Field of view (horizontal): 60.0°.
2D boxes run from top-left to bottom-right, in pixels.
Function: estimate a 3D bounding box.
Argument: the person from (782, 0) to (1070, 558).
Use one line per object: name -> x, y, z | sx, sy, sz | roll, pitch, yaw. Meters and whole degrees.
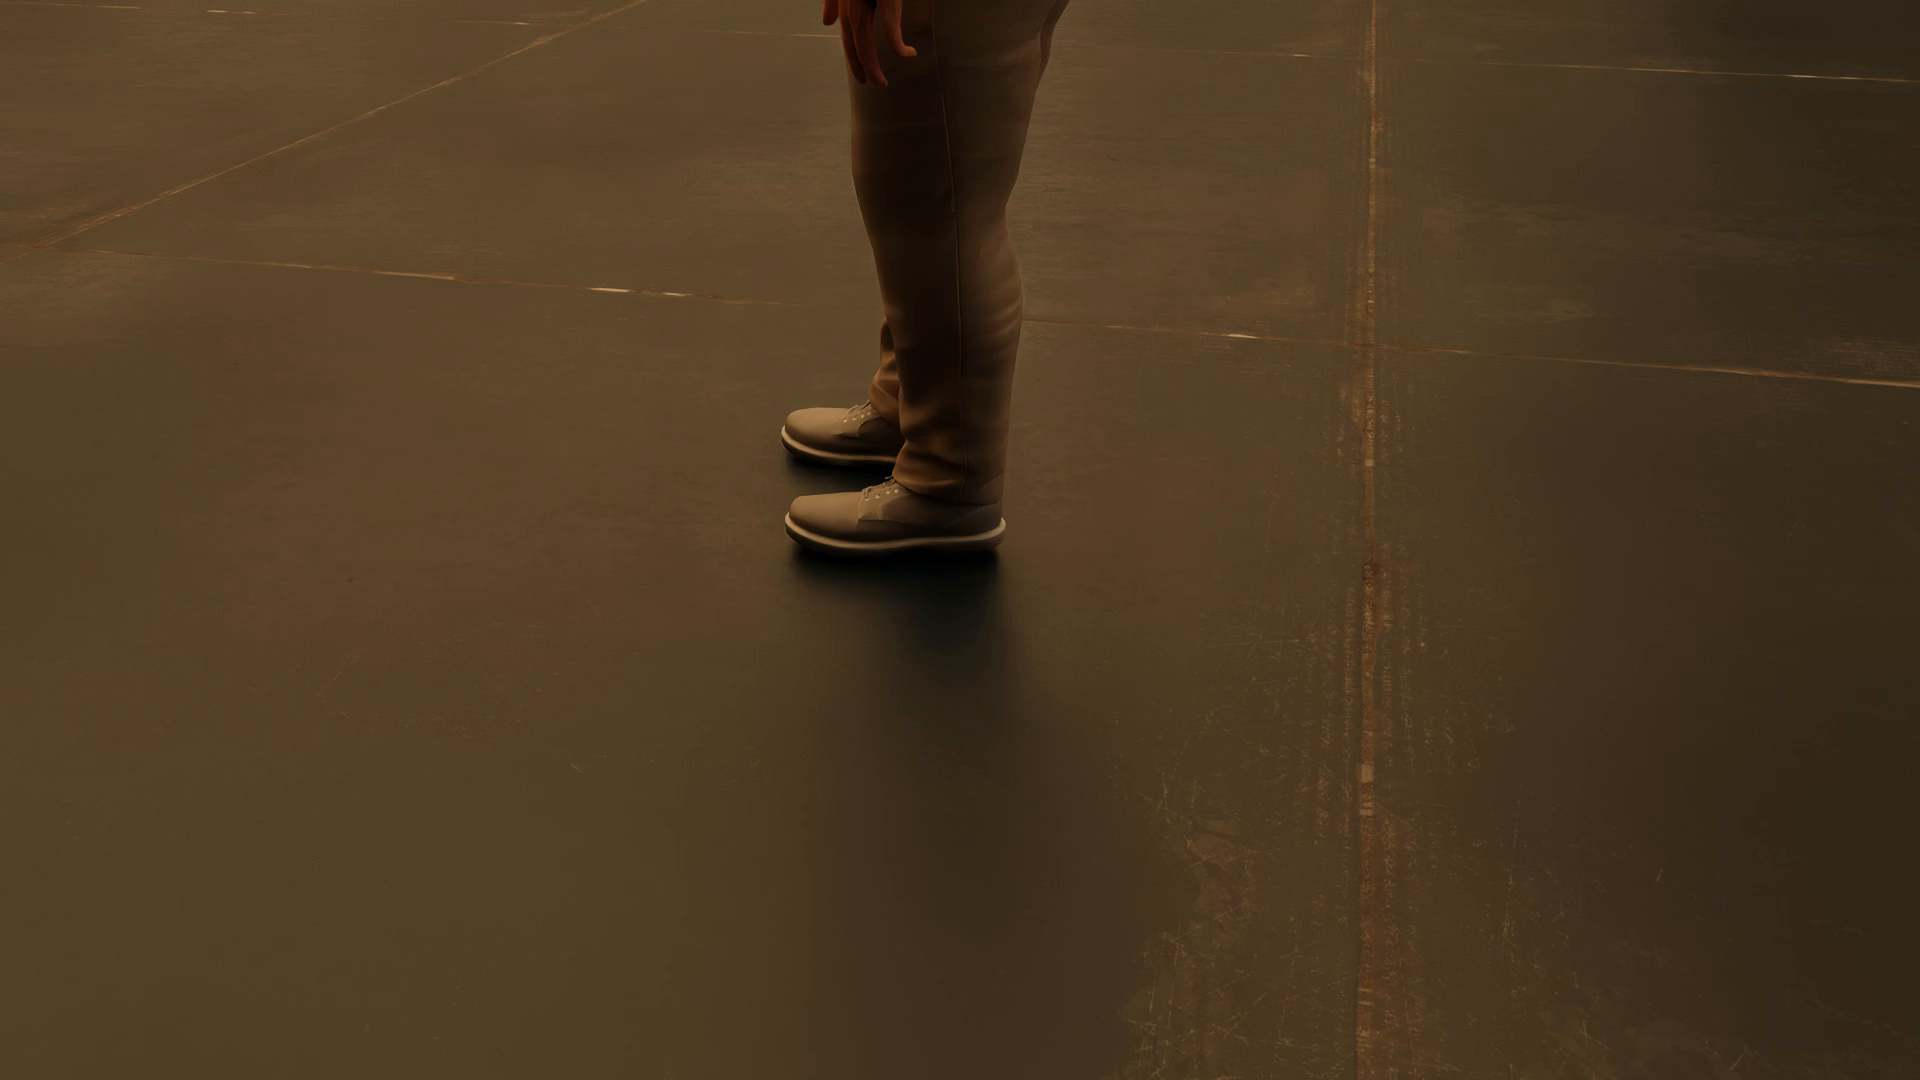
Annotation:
person -> -0.085, -0.792, 2.136 | 0.551, 1.727, 0.639 | 6, 27, 11
